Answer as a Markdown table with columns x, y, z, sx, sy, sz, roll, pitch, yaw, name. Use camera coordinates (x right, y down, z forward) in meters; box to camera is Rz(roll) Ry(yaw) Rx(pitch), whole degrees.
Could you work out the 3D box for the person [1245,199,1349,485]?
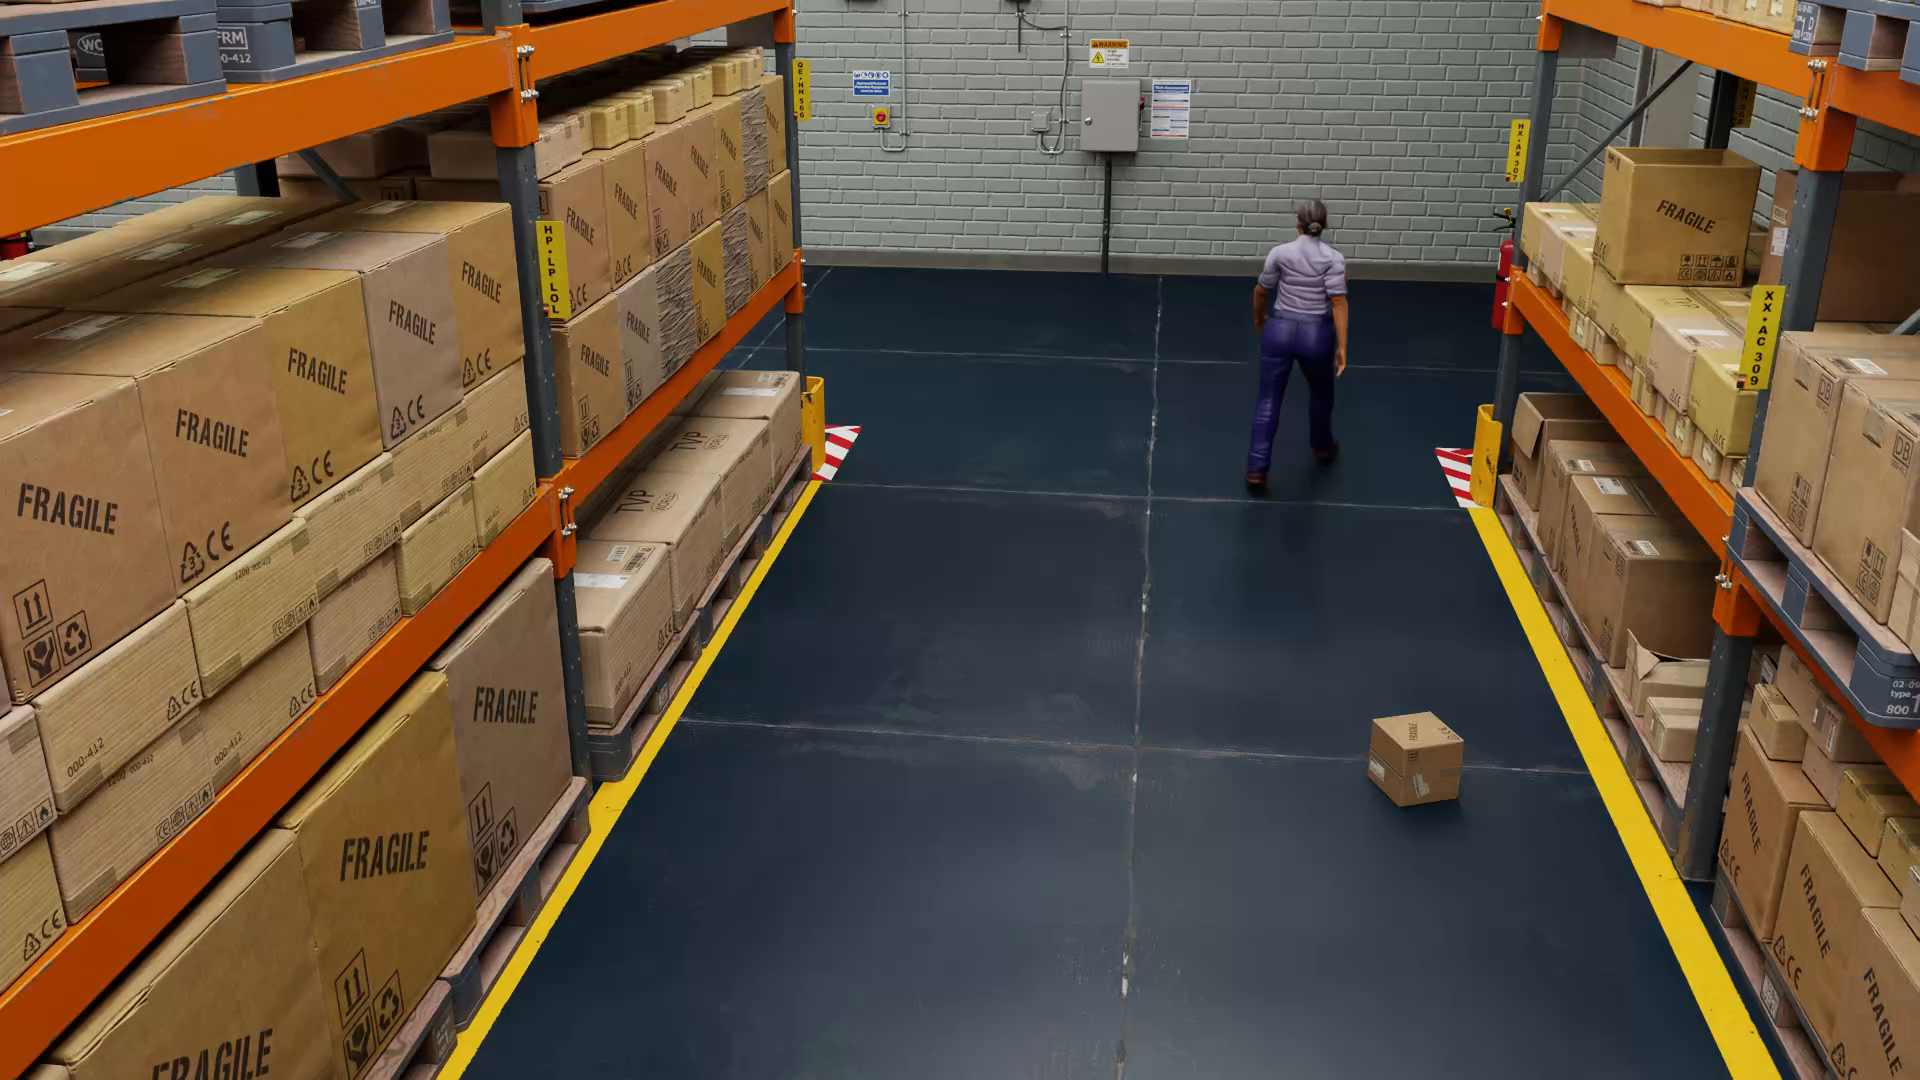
| x | y | z | sx | sy | sz | roll | pitch | yaw | name |
| --- | --- | --- | --- | --- | --- | --- | --- | --- | --- |
| 1.959 | -1.176 | 9.586 | 0.596 | 1.590 | 0.980 | 7 | 22 | 18 | person |
